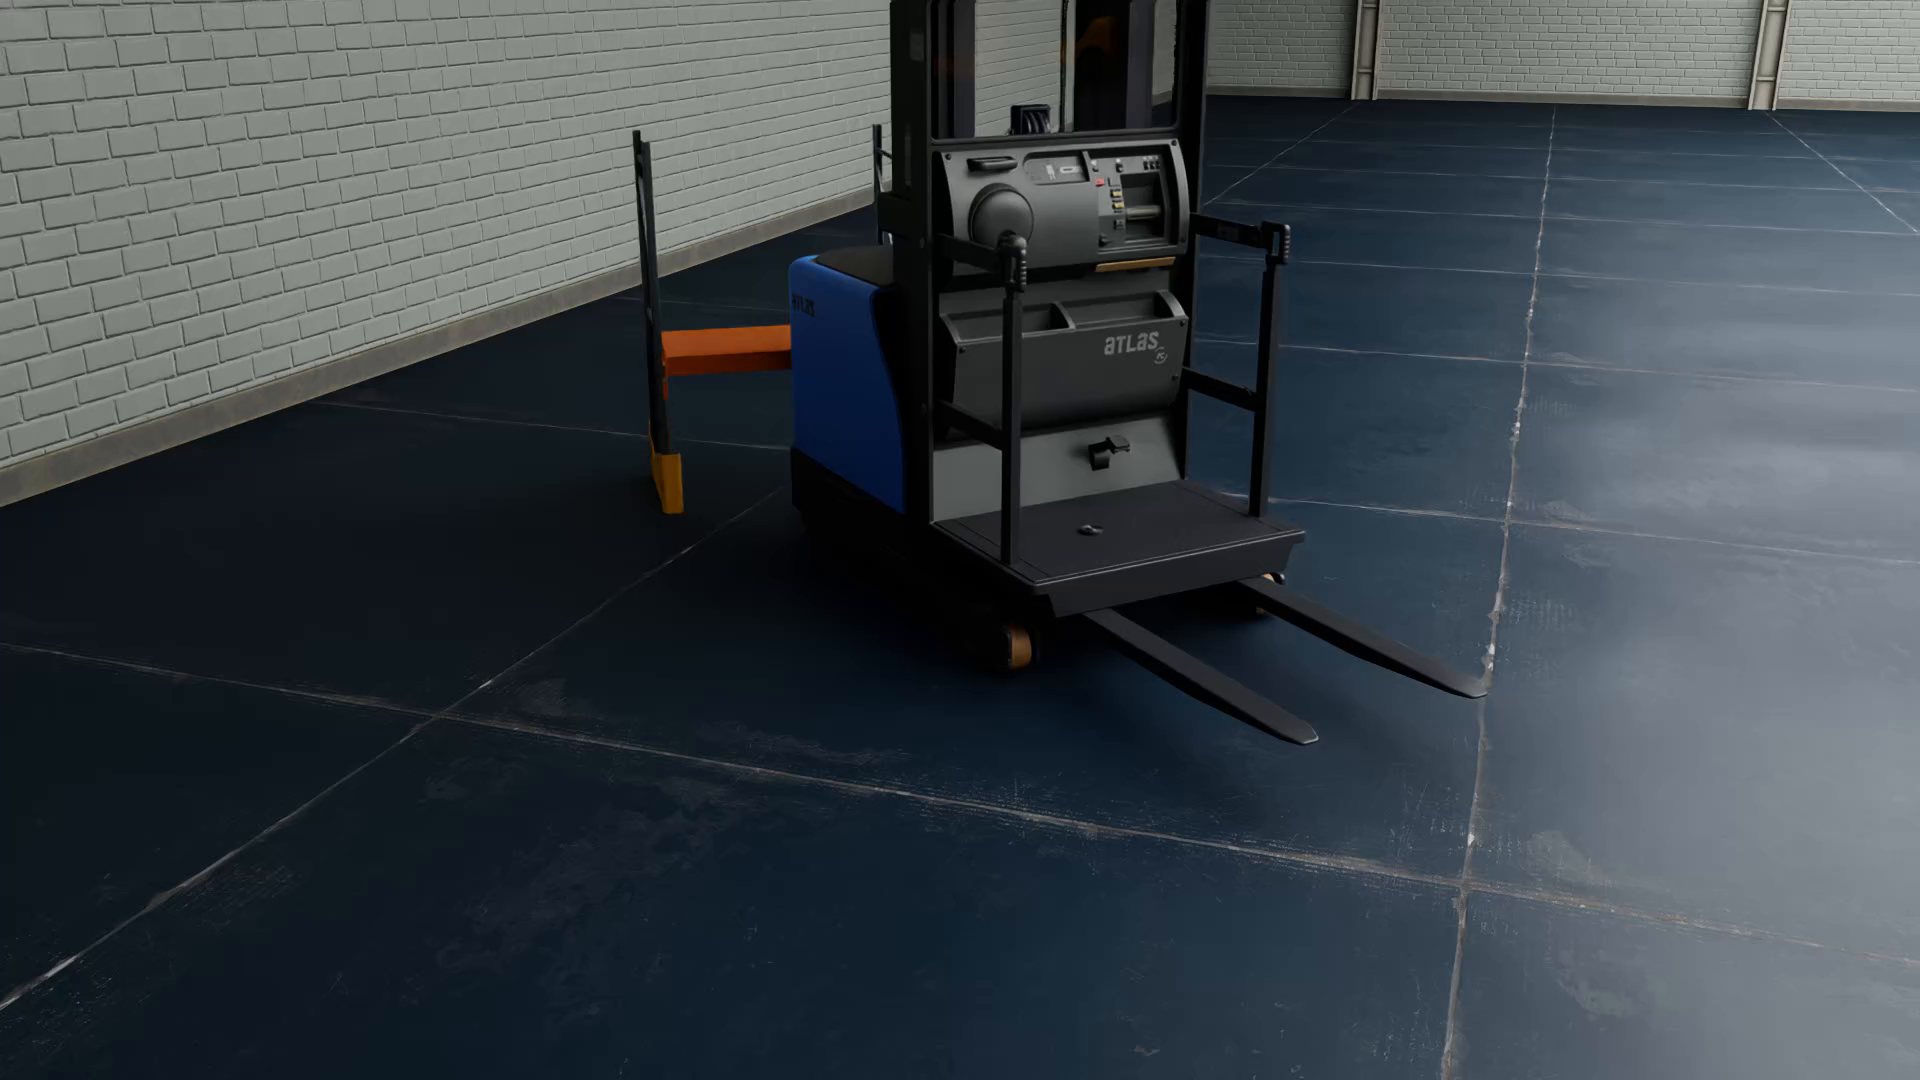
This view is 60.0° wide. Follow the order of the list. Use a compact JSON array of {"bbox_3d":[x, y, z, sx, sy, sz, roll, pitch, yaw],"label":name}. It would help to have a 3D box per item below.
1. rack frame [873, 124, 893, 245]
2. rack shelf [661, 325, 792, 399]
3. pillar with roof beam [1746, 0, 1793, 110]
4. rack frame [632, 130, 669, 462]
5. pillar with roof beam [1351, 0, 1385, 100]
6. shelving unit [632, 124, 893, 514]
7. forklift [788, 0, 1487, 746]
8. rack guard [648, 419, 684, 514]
[{"bbox_3d":[-0.297,-0.997,7.158,0.032,1.500,0.500,-5,20,-14],"label":"rack frame"},{"bbox_3d":[-0.789,-0.784,7.094,1.000,0.185,0.538,-5,20,-14],"label":"rack shelf"},{"bbox_3d":[10.937,-9.559,20.328,0.400,9.000,9.100,7,20,18],"label":"pillar with roof beam"},{"bbox_3d":[-1.280,-0.912,6.913,0.032,1.500,0.500,-5,20,-14],"label":"rack frame"},{"bbox_3d":[5.270,-10.207,22.187,0.400,9.000,9.100,7,20,18],"label":"pillar with roof beam"},{"bbox_3d":[-0.780,-0.955,7.037,1.083,1.500,0.587,-5,20,-14],"label":"shelving unit"},{"bbox_3d":[0.464,-1.128,5.359,1.130,2.935,3.031,-10,22,-27],"label":"forklift"},{"bbox_3d":[-1.261,-0.323,7.123,0.087,0.250,0.587,-5,20,-14],"label":"rack guard"}]
